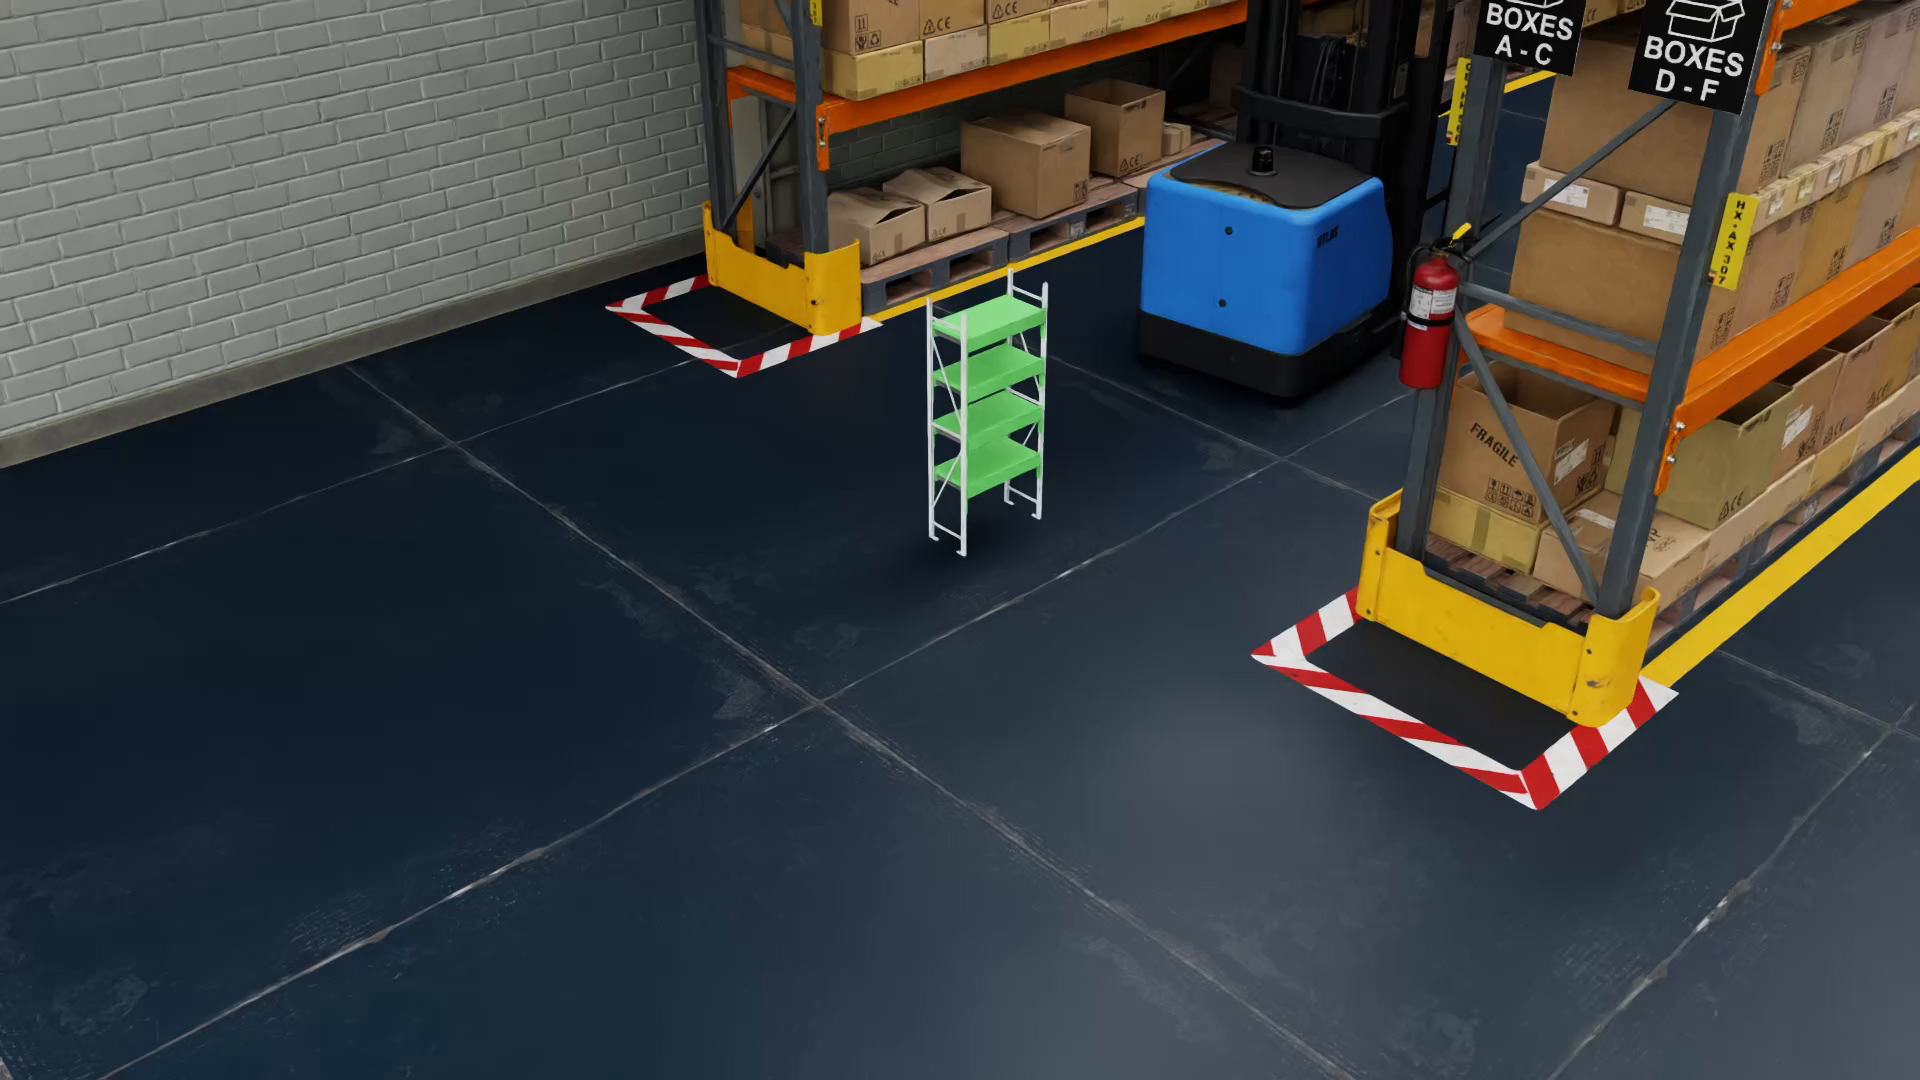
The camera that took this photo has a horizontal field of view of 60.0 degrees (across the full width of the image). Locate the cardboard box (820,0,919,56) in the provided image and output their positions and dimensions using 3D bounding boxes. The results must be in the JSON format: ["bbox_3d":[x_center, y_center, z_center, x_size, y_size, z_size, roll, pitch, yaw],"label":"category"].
[{"bbox_3d":[-0.579,-3.032,9.240,0.500,0.500,0.500,-26,40,-35],"label":"cardboard box"}]

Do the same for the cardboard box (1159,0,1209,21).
[{"bbox_3d":[1.287,-3.619,10.918,0.500,0.250,0.500,-26,40,-35],"label":"cardboard box"}]

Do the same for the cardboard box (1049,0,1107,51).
[{"bbox_3d":[0.561,-3.256,10.325,0.500,0.250,0.500,-25,40,-35],"label":"cardboard box"}]

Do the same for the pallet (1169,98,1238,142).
[{"bbox_3d":[2.369,-3.220,12.813,1.213,0.211,1.003,-26,40,-35],"label":"pallet"}]

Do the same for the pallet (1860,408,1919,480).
[{"bbox_3d":[4.559,-0.783,8.828,1.213,0.211,1.003,-26,40,-35],"label":"pallet"}]

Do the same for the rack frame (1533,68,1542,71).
[{"bbox_3d":[4.732,-5.551,13.953,0.127,3.000,1.000,-26,40,-35],"label":"rack frame"}]

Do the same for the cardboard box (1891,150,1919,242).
[{"bbox_3d":[4.096,-1.756,7.650,0.500,0.500,0.700,-25,39,-35],"label":"cardboard box"}]

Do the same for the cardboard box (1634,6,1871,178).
[{"bbox_3d":[3.009,-1.784,6.453,0.500,0.500,0.700,-27,41,-37],"label":"cardboard box"}]

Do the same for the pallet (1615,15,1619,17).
[{"bbox_3d":[5.362,-4.612,15.091,1.213,0.211,1.003,-26,40,-35],"label":"pallet"}]

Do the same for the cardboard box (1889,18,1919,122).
[{"bbox_3d":[3.745,-2.141,7.037,0.500,0.500,0.700,-26,40,-35],"label":"cardboard box"}]

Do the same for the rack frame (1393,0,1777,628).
[{"bbox_3d":[2.237,-0.820,6.216,0.127,3.000,1.000,-26,40,-35],"label":"rack frame"}]

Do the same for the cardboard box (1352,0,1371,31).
[{"bbox_3d":[3.027,-4.185,12.974,0.500,0.250,0.500,-27,41,-37],"label":"cardboard box"}]

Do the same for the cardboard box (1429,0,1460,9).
[{"bbox_3d":[3.779,-4.539,13.553,0.500,0.250,0.500,-25,39,-35],"label":"cardboard box"}]

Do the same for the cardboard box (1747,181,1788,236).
[{"bbox_3d":[2.863,-1.291,6.268,0.250,0.149,0.380,-27,41,-37],"label":"cardboard box"}]

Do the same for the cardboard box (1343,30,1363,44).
[{"bbox_3d":[2.673,-3.724,12.939,0.500,0.500,0.700,-27,40,-36],"label":"cardboard box"}]

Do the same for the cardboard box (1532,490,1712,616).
[{"bbox_3d":[2.782,0.069,6.995,0.500,0.250,0.500,-26,40,-35],"label":"cardboard box"}]

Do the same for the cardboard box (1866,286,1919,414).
[{"bbox_3d":[4.240,-0.965,7.967,0.500,0.500,0.500,-26,40,-35],"label":"cardboard box"}]

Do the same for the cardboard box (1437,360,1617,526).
[{"bbox_3d":[2.428,-0.450,7.125,0.500,0.500,0.500,-26,40,-35],"label":"cardboard box"}]

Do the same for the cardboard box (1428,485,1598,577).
[{"bbox_3d":[2.429,-0.129,7.319,0.500,0.250,0.500,-26,40,-35],"label":"cardboard box"}]

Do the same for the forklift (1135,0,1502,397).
[{"bbox_3d":[2.313,-2.710,9.373,1.130,2.935,3.031,23,38,33],"label":"forklift"}]

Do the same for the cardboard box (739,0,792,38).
[{"bbox_3d":[-0.933,-3.227,9.557,0.500,0.500,0.500,-26,40,-36],"label":"cardboard box"}]

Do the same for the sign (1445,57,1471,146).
[{"bbox_3d":[1.878,-1.628,6.199,0.005,0.325,0.100,-26,40,-35],"label":"sign"}]

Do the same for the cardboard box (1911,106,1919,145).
[{"bbox_3d":[3.992,-1.835,7.157,0.250,0.149,0.380,-24,39,-34],"label":"cardboard box"}]

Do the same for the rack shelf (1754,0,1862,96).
[{"bbox_3d":[3.704,-2.502,6.781,4.000,0.370,1.077,-26,40,-35],"label":"rack shelf"}]

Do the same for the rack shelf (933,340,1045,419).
[{"bbox_3d":[0.121,-0.721,7.441,0.480,0.148,0.258,-26,40,-35],"label":"rack shelf"}]

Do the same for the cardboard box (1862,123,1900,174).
[{"bbox_3d":[3.614,-1.654,6.862,0.250,0.149,0.380,-26,40,-36],"label":"cardboard box"}]

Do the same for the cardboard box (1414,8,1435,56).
[{"bbox_3d":[3.438,-4.072,13.508,0.500,0.500,0.700,-26,40,-36],"label":"cardboard box"}]

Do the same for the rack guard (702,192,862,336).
[{"bbox_3d":[-1.078,-1.674,10.009,0.348,0.500,1.175,-26,40,-35],"label":"rack guard"}]

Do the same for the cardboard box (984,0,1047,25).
[{"bbox_3d":[0.173,-3.385,9.816,0.500,0.500,0.500,-27,41,-37],"label":"cardboard box"}]

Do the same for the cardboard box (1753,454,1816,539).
[{"bbox_3d":[3.513,-0.287,7.577,0.500,0.250,0.500,-26,40,-35],"label":"cardboard box"}]

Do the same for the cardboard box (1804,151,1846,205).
[{"bbox_3d":[3.233,-1.467,6.557,0.250,0.149,0.380,-27,40,-36],"label":"cardboard box"}]

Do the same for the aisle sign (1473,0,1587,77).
[{"bbox_3d":[1.989,-2.018,5.683,0.004,0.787,0.394,-26,40,-35],"label":"aisle sign"}]

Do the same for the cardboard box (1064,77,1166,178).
[{"bbox_3d":[1.065,-2.870,11.543,0.500,0.500,0.500,26,40,35],"label":"cardboard box"}]

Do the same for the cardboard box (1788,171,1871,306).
[{"bbox_3d":[3.338,-1.385,7.044,0.500,0.500,0.700,-26,40,-35],"label":"cardboard box"}]

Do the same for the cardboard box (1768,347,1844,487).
[{"bbox_3d":[3.505,-0.611,7.389,0.500,0.500,0.500,-26,40,-35],"label":"cardboard box"}]

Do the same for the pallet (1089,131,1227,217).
[{"bbox_3d":[1.331,-2.691,11.949,1.213,0.211,1.003,-26,40,-35],"label":"pallet"}]

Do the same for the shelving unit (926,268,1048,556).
[{"bbox_3d":[0.121,-0.571,7.533,0.503,1.200,0.258,-26,40,-35],"label":"shelving unit"}]

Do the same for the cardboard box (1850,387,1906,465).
[{"bbox_3d":[4.249,-0.640,8.155,0.500,0.250,0.500,-26,40,-35],"label":"cardboard box"}]

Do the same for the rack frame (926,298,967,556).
[{"bbox_3d":[-0.058,-0.484,7.391,0.015,1.200,0.240,-26,40,-35],"label":"rack frame"}]

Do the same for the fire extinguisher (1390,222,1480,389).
[{"bbox_3d":[1.835,-0.923,6.458,0.183,0.674,0.296,-26,40,-35],"label":"fire extinguisher"}]

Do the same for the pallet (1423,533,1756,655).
[{"bbox_3d":[2.769,0.082,7.413,1.213,0.211,1.003,-26,40,-35],"label":"pallet"}]

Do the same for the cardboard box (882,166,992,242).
[{"bbox_3d":[-0.147,-2.167,10.575,0.500,0.311,0.500,-22,38,-32],"label":"cardboard box"}]

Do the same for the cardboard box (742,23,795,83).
[{"bbox_3d":[-0.923,-2.898,9.739,0.500,0.250,0.500,-25,39,-35],"label":"cardboard box"}]

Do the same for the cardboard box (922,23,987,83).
[{"bbox_3d":[-0.189,-2.899,9.741,0.500,0.250,0.500,-27,41,-37],"label":"cardboard box"}]

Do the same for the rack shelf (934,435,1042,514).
[{"bbox_3d":[0.121,-0.311,7.692,0.480,0.148,0.258,-26,40,-35],"label":"rack shelf"}]

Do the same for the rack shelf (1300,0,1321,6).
[{"bbox_3d":[3.266,-4.535,12.981,4.000,0.370,1.077,-26,40,-35],"label":"rack shelf"}]

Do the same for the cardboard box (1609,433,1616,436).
[{"bbox_3d":[3.153,-0.489,7.908,0.500,0.250,0.500,-26,40,-35],"label":"cardboard box"}]

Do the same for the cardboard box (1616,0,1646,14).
[{"bbox_3d":[6.008,-5.332,15.253,0.750,0.750,0.750,-26,40,-36],"label":"cardboard box"}]

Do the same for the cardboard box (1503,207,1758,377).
[{"bbox_3d":[2.588,-1.023,6.452,0.500,0.500,0.700,-26,40,-35],"label":"cardboard box"}]

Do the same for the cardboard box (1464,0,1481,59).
[{"bbox_3d":[4.240,-4.397,14.040,0.500,0.500,0.700,-25,39,-35],"label":"cardboard box"}]

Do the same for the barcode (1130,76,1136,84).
[{"bbox_3d":[1.240,-3.290,11.924,0.075,0.075,0.001,-26,40,-35],"label":"barcode"}]

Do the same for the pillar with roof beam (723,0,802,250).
[{"bbox_3d":[1.718,-4.205,6.001,0.400,9.000,9.100,-26,40,-35],"label":"pillar with roof beam"}]
